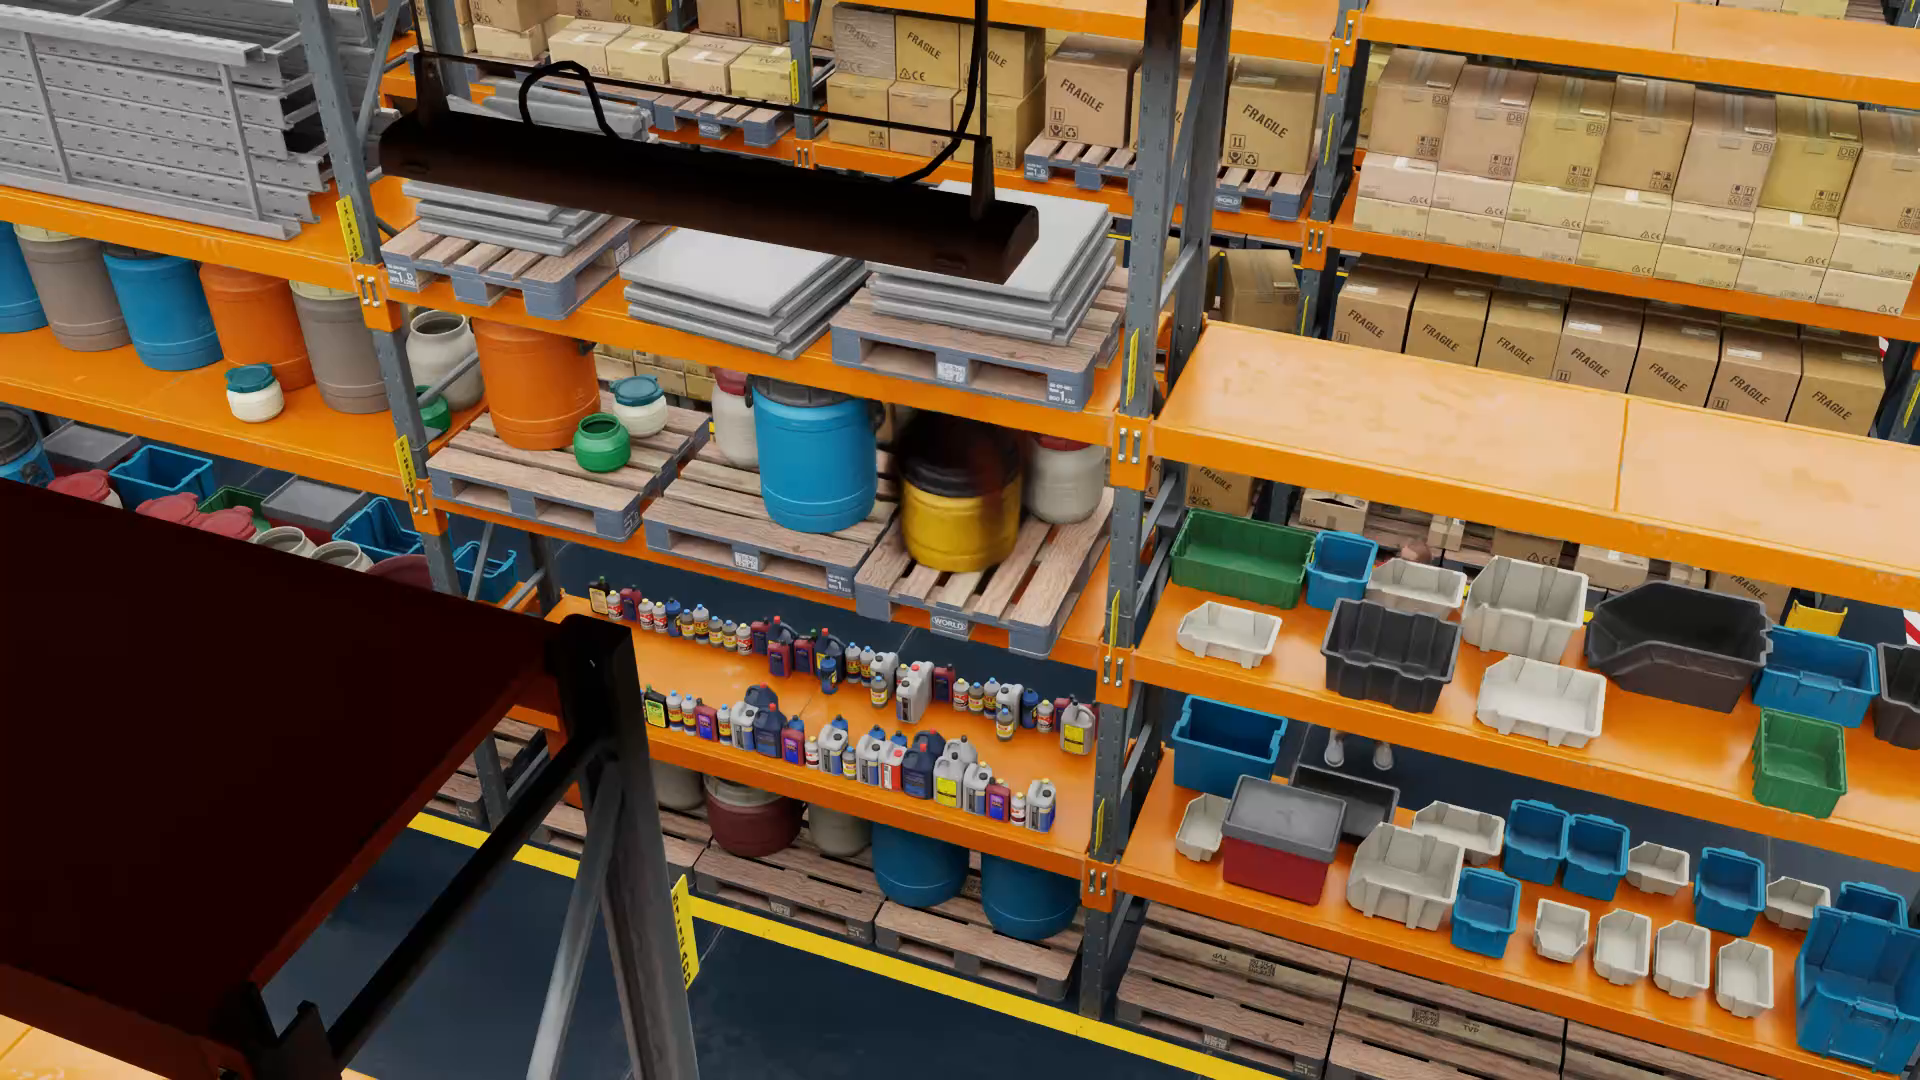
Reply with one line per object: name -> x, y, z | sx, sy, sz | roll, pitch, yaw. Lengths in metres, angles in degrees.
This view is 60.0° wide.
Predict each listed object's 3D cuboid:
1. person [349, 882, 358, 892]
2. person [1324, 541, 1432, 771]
person -> -3.991, 1.573, 9.963 | 0.481, 1.599, 0.544 | -17, 40, -21
person -> 2.732, 0.783, 10.739 | 0.577, 1.658, 0.486 | 21, 41, 25
